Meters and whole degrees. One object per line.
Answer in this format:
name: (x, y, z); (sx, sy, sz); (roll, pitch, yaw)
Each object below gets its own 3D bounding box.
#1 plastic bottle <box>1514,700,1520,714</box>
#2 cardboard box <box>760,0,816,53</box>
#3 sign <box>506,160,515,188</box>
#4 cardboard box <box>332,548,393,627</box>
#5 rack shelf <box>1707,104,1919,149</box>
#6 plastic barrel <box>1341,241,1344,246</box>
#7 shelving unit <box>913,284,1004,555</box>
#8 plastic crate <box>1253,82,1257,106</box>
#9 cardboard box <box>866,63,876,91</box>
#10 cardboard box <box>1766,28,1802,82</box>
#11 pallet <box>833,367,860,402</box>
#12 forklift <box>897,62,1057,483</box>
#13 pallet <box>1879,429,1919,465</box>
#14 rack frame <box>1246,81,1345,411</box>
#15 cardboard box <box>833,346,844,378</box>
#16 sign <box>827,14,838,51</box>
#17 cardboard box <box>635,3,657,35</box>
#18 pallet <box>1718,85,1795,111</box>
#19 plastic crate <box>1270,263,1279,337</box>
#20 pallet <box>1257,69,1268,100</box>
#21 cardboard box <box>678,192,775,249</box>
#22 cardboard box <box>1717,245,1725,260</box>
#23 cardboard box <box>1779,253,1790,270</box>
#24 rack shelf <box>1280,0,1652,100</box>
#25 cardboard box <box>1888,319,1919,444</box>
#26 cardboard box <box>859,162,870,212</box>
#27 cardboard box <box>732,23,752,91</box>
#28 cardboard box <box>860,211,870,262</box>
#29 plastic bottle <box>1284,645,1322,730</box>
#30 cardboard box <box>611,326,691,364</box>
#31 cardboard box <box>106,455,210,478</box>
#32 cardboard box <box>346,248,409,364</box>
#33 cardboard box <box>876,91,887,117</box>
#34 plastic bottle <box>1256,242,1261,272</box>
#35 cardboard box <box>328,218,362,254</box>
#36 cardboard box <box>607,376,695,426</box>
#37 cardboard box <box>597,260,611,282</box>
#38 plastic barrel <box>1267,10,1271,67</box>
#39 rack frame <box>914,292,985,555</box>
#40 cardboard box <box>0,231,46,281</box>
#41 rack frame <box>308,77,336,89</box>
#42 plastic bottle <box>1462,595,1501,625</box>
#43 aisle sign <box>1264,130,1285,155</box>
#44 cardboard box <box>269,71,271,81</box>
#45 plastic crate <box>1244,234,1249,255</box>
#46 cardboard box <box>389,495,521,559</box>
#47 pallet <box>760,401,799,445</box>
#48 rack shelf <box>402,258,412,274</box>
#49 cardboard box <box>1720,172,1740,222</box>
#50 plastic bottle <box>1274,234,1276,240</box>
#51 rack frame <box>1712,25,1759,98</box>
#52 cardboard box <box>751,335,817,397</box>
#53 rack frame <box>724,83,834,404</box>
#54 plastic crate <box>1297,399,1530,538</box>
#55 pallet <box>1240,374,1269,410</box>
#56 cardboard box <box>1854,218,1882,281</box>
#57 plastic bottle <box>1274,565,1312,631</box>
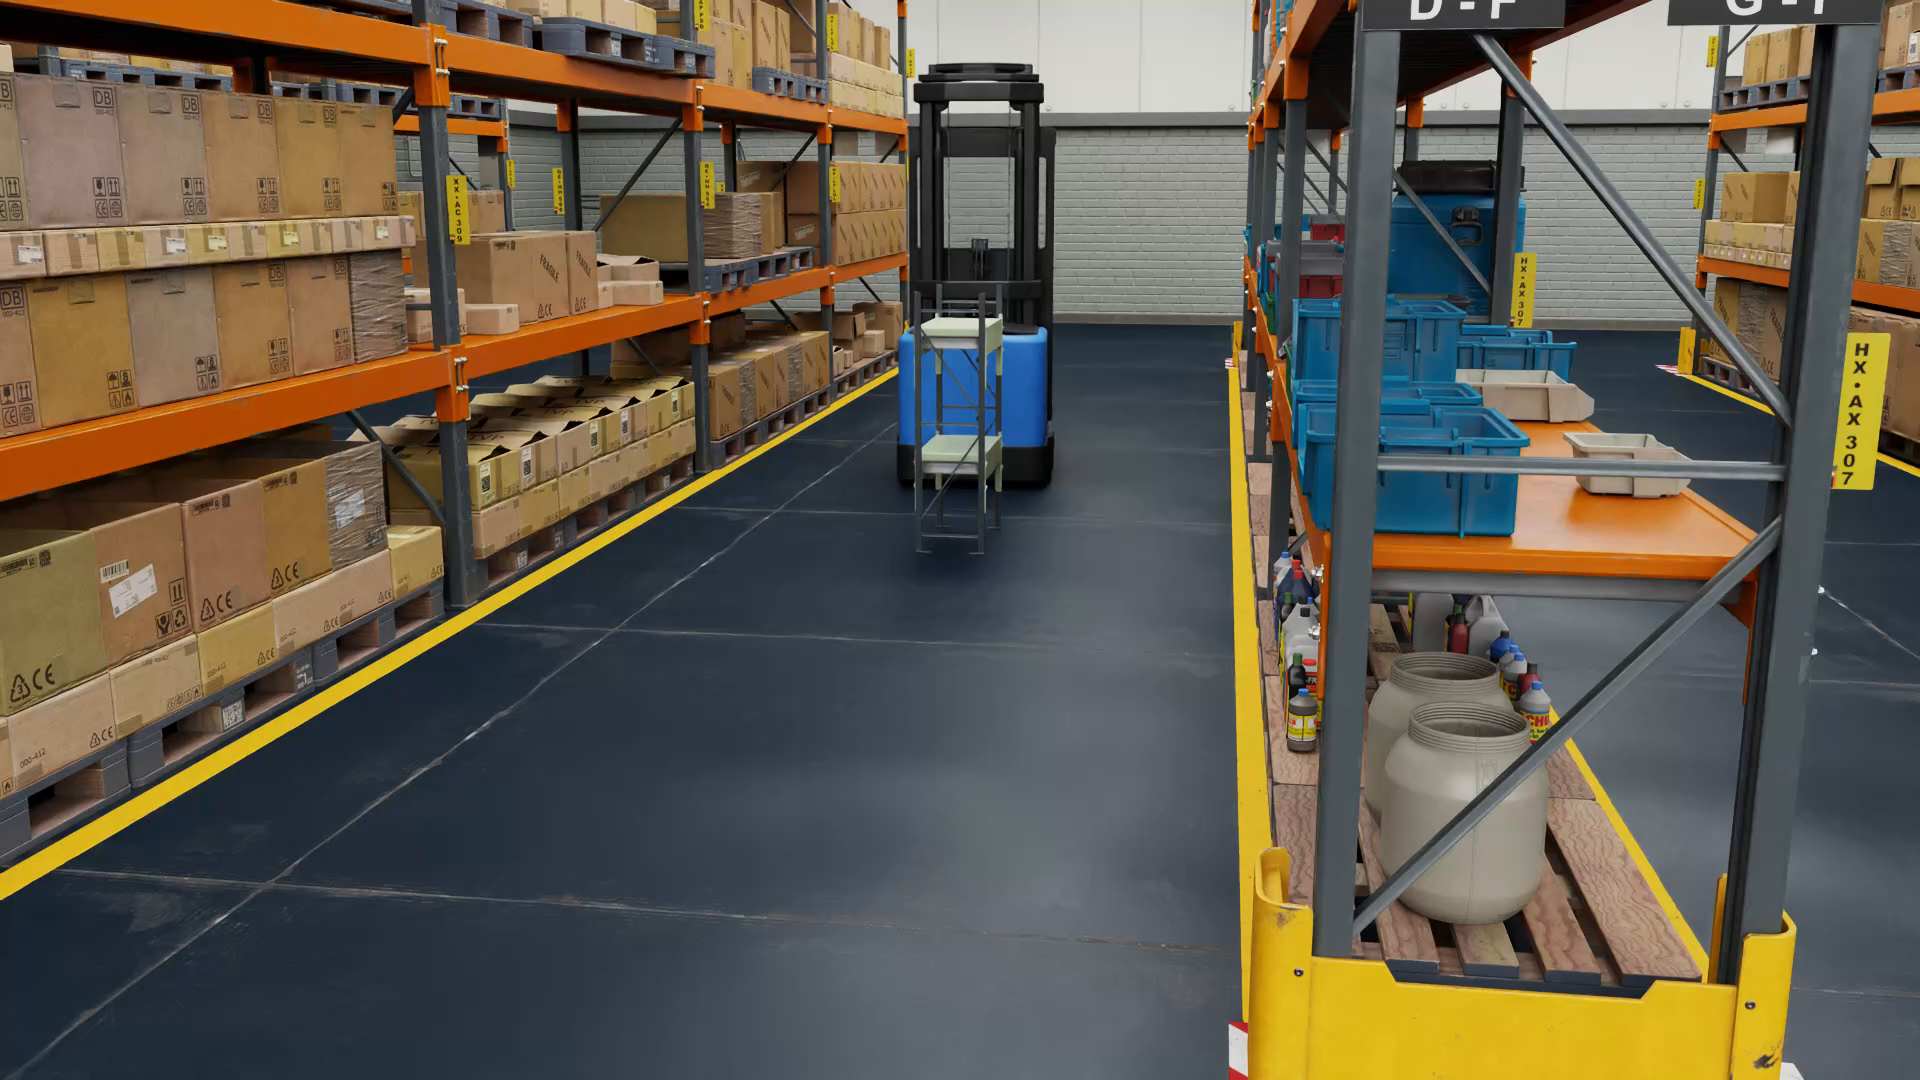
plastic bottle: (1.919, 0.614, 5.620); (0.097, 0.201, 0.097); (0, 12, 0)
cardboard box: (-1.695, -4.915, 15.951); (0.700, 0.500, 0.500); (2, 12, 9)
sign: (-5.478, -4.463, 20.270); (0.100, 0.325, 0.005); (2, 12, 9)
cardboard box: (-2.905, 0.203, 7.463); (0.500, 0.250, 0.500); (2, 12, 9)
rack shelf: (8.363, -4.018, 16.106); (1.077, 0.370, 4.000); (2, 12, 9)
plastic barrel: (2.774, -1.775, 10.787); (0.600, 0.536, 0.708); (2, 12, 9)
shelving unit: (-0.001, -0.732, 9.829); (0.431, 1.500, 0.755); (2, 12, 9)
plastic crate: (2.928, -4.108, 15.320); (0.450, 0.188, 0.662); (2, 12, 9)
cardboard box: (-1.172, -4.851, 17.434); (0.500, 0.250, 0.500); (2, 12, 9)
cardboard box: (8.406, -4.757, 16.354); (0.700, 0.500, 0.500); (1, 12, 5)
pallet: (-1.626, -1.589, 16.864); (1.003, 0.211, 1.213); (2, 12, 9)
forklift: (0.178, -2.097, 12.764); (1.130, 2.935, 3.031); (1, 12, 4)
pallet: (7.826, -0.706, 12.769); (1.003, 0.211, 1.213); (2, 12, 9)
rack frame: (3.161, -2.648, 15.159); (1.000, 3.000, 0.127); (2, 12, 9)
cardboard box: (-1.454, -1.790, 16.517); (0.500, 0.311, 0.500); (2, 12, 9)
sign: (-1.183, -4.703, 15.415); (0.100, 0.325, 0.005); (2, 12, 9)
cardboard box: (-2.362, -3.478, 11.252); (0.500, 0.250, 0.500); (1, 12, 4)
pallet: (8.567, -4.588, 17.253); (1.003, 0.211, 1.213); (2, 12, 9)
plastic crate: (1.793, -1.214, 8.545); (0.392, 0.384, 0.575); (2, 12, 9)
pallet: (3.137, -3.855, 14.091); (1.213, 0.211, 1.003); (2, 12, 9)
cardboard box: (-2.069, -2.826, 14.755); (0.700, 0.500, 0.500); (4, 13, 18)
cardboard box: (8.213, -3.027, 17.515); (0.380, 0.149, 0.250); (2, 12, 7)
cardboard box: (7.897, -2.599, 15.529); (0.380, 0.149, 0.250); (2, 12, 10)
rack shelf: (1.623, -1.681, 5.259); (1.077, 0.370, 4.000); (2, 12, 9)
cardboard box: (7.712, -1.149, 12.253); (1.225, 0.875, 0.875); (2, 12, 9)
cardboard box: (-1.223, -3.650, 17.199); (0.500, 0.500, 0.500); (2, 12, 7)
cardboard box: (-2.155, -3.798, 13.138); (0.910, 0.500, 0.500); (2, 12, 9)
cardboard box: (-1.230, -3.166, 17.326); (0.500, 0.500, 0.500); (2, 12, 8)
plastic bottle: (1.231, 0.519, 5.887); (0.152, 0.276, 0.135); (2, 12, 9)
cardboard box: (-2.431, -1.550, 13.175); (0.500, 0.250, 0.500); (2, 12, 11)
cardboard box: (-3.497, -0.077, 6.979); (0.500, 0.500, 0.500); (2, 12, 9)
cardboard box: (-3.025, -1.100, 7.739); (0.700, 0.500, 0.500); (2, 12, 7)
cardboard box: (-1.087, -4.711, 17.968); (0.500, 0.250, 0.500); (2, 12, 9)
plastic bottle: (2.663, -2.500, 14.752); (0.061, 0.283, 0.133); (2, 12, 9)
cardboard box: (-2.871, -1.340, 7.314); (0.380, 0.149, 0.250); (2, 12, 7)
cardboard box: (-2.185, -0.994, 11.687); (0.500, 0.311, 0.500); (2, 12, 10)
cardboard box: (-2.677, -1.753, 11.218); (0.500, 0.311, 0.500); (2, 12, 8)
plastic barrel: (2.196, -3.281, 10.713); (0.421, 0.512, 0.421); (0, 12, 0)
rack frame: (-0.057, -0.656, 9.475); (0.400, 1.500, 0.023); (2, 12, 9)
cardboard box: (-3.186, -0.911, 5.323); (0.380, 0.149, 0.250); (2, 12, 8)
rack frame: (-6.628, -5.901, 16.016); (1.000, 3.000, 0.127); (2, 12, 9)
plastic bottle: (2.038, 0.348, 6.501); (0.144, 0.351, 0.185); (2, 12, 8)
aisle sign: (3.494, -4.776, 18.863); (0.394, 0.787, 0.004); (2, 12, 9)
cardboard box: (-6.872, -4.519, 15.442); (0.700, 0.500, 0.500); (1, 12, 6)
plastic crate: (3.211, -3.113, 17.573); (0.416, 0.233, 0.300); (2, 12, 9)
cardboard box: (-2.656, -0.081, 8.777); (0.500, 0.250, 0.500); (2, 12, 7)
pallet: (-2.005, -1.020, 14.228); (1.003, 0.211, 1.213); (2, 12, 9)
rack shelf: (-6.320, -3.033, 18.656); (1.077, 0.370, 4.000); (2, 12, 9)
cardboard box: (8.253, -3.563, 17.277); (0.500, 0.500, 0.500); (2, 12, 7)
plastic bottle: (2.781, -2.552, 14.834); (0.144, 0.351, 0.185); (2, 12, 9)
rack frame: (8.671, -6.252, 17.646); (1.000, 3.000, 0.127); (2, 12, 9)
cardboard box: (-1.609, -1.587, 15.128); (0.500, 0.500, 0.500); (2, 12, 9)
rack frame: (-1.732, -2.809, 15.907); (1.000, 3.000, 0.127); (2, 12, 9)
plastic crate: (1.097, -0.191, 4.112); (0.499, 0.251, 0.616); (2, 12, 9)
pallet: (3.236, -1.439, 16.169); (1.003, 0.211, 1.213); (2, 12, 9)
cardboard box: (7.738, -2.448, 13.997); (0.500, 0.500, 0.500); (2, 12, 9)
plastic bottle: (1.426, 0.254, 7.114); (0.152, 0.276, 0.135); (2, 12, 11)
